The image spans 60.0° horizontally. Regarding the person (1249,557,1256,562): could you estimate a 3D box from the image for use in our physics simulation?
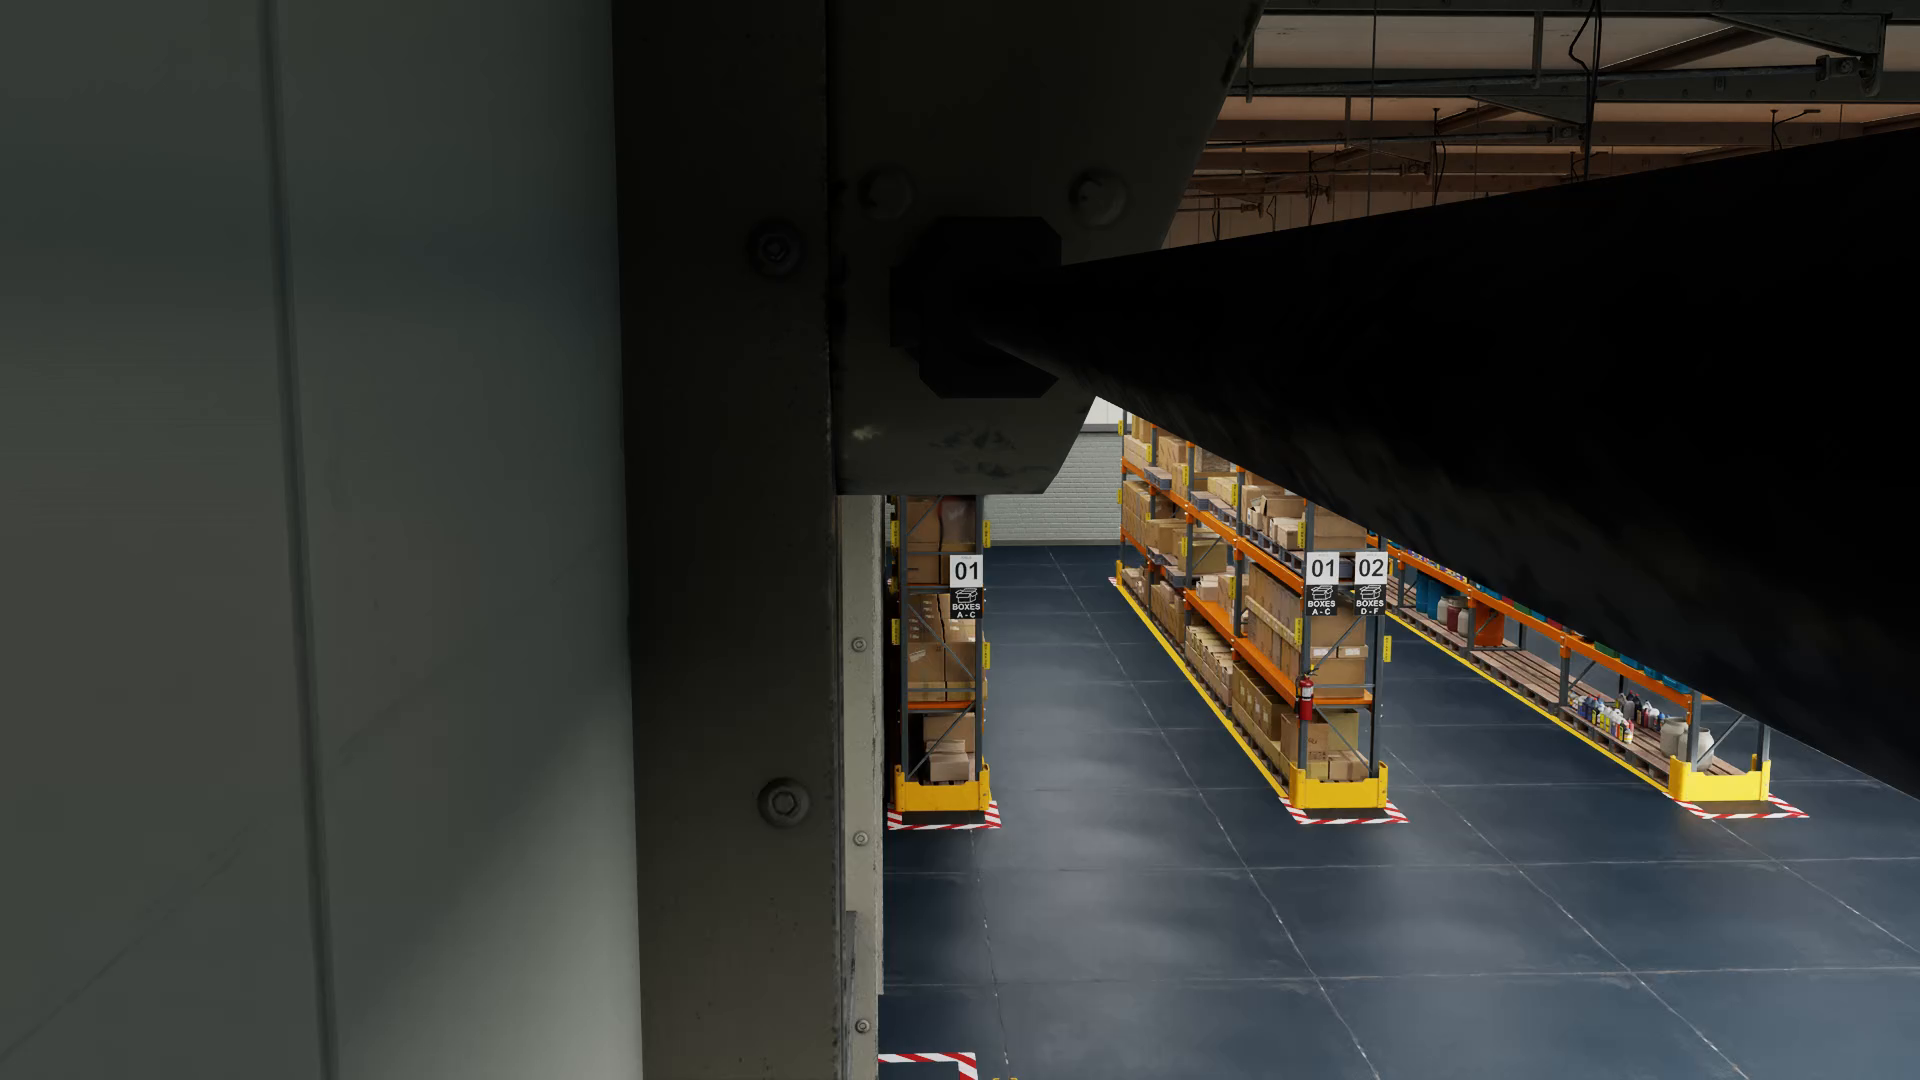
[{"bbox_3d":[6.154,0.507,34.026,0.618,1.669,0.899,-2,9,-13],"label":"person"}]
